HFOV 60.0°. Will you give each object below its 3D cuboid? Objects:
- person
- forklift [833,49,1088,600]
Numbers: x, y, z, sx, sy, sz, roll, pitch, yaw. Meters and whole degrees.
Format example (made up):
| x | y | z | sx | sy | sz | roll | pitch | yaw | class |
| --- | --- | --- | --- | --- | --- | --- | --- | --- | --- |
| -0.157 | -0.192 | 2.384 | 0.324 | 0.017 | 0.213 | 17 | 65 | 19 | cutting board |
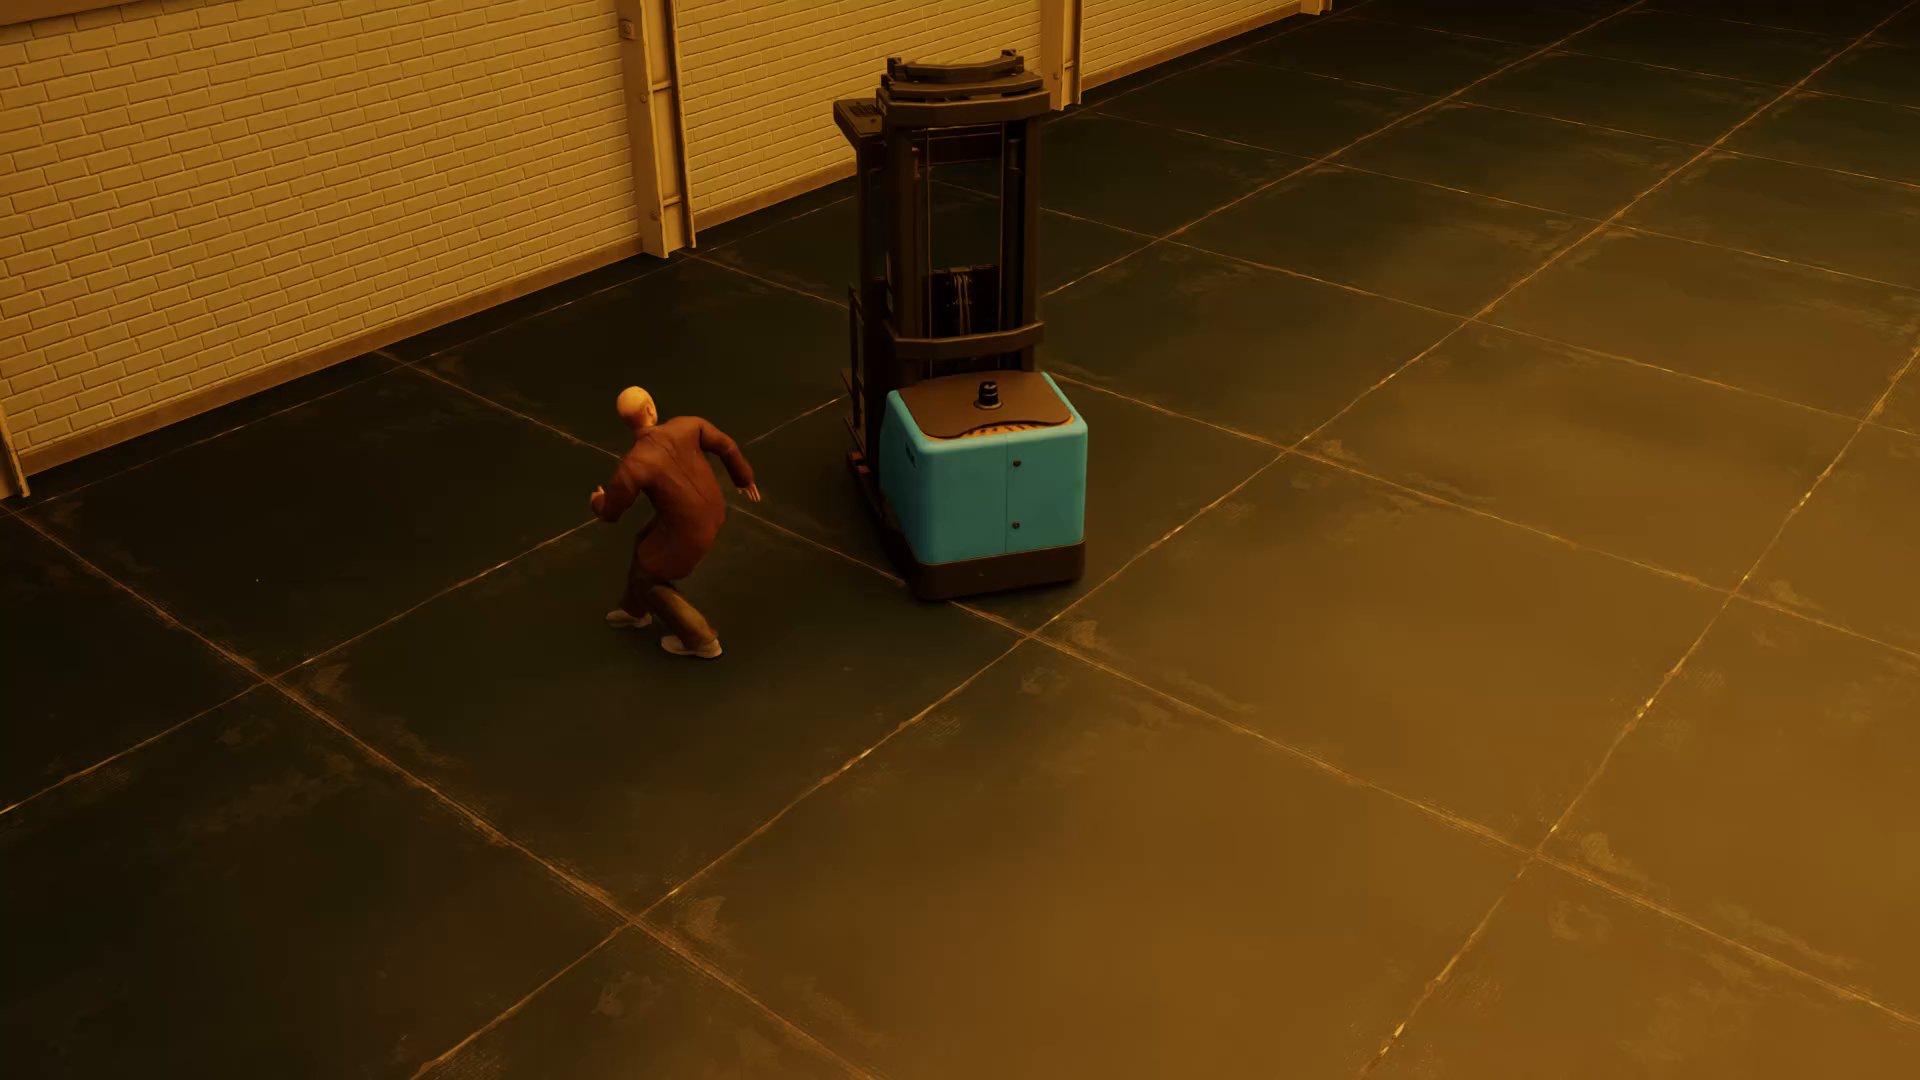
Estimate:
| x | y | z | sx | sy | sz | roll | pitch | yaw | class |
| --- | --- | --- | --- | --- | --- | --- | --- | --- | --- |
| -1.650 | -0.162 | 9.218 | 0.829 | 1.606 | 0.804 | 15 | 34 | 24 | person |
| -0.137 | -1.645 | 10.411 | 1.130 | 2.935 | 3.031 | -8 | 31 | -14 | forklift |
